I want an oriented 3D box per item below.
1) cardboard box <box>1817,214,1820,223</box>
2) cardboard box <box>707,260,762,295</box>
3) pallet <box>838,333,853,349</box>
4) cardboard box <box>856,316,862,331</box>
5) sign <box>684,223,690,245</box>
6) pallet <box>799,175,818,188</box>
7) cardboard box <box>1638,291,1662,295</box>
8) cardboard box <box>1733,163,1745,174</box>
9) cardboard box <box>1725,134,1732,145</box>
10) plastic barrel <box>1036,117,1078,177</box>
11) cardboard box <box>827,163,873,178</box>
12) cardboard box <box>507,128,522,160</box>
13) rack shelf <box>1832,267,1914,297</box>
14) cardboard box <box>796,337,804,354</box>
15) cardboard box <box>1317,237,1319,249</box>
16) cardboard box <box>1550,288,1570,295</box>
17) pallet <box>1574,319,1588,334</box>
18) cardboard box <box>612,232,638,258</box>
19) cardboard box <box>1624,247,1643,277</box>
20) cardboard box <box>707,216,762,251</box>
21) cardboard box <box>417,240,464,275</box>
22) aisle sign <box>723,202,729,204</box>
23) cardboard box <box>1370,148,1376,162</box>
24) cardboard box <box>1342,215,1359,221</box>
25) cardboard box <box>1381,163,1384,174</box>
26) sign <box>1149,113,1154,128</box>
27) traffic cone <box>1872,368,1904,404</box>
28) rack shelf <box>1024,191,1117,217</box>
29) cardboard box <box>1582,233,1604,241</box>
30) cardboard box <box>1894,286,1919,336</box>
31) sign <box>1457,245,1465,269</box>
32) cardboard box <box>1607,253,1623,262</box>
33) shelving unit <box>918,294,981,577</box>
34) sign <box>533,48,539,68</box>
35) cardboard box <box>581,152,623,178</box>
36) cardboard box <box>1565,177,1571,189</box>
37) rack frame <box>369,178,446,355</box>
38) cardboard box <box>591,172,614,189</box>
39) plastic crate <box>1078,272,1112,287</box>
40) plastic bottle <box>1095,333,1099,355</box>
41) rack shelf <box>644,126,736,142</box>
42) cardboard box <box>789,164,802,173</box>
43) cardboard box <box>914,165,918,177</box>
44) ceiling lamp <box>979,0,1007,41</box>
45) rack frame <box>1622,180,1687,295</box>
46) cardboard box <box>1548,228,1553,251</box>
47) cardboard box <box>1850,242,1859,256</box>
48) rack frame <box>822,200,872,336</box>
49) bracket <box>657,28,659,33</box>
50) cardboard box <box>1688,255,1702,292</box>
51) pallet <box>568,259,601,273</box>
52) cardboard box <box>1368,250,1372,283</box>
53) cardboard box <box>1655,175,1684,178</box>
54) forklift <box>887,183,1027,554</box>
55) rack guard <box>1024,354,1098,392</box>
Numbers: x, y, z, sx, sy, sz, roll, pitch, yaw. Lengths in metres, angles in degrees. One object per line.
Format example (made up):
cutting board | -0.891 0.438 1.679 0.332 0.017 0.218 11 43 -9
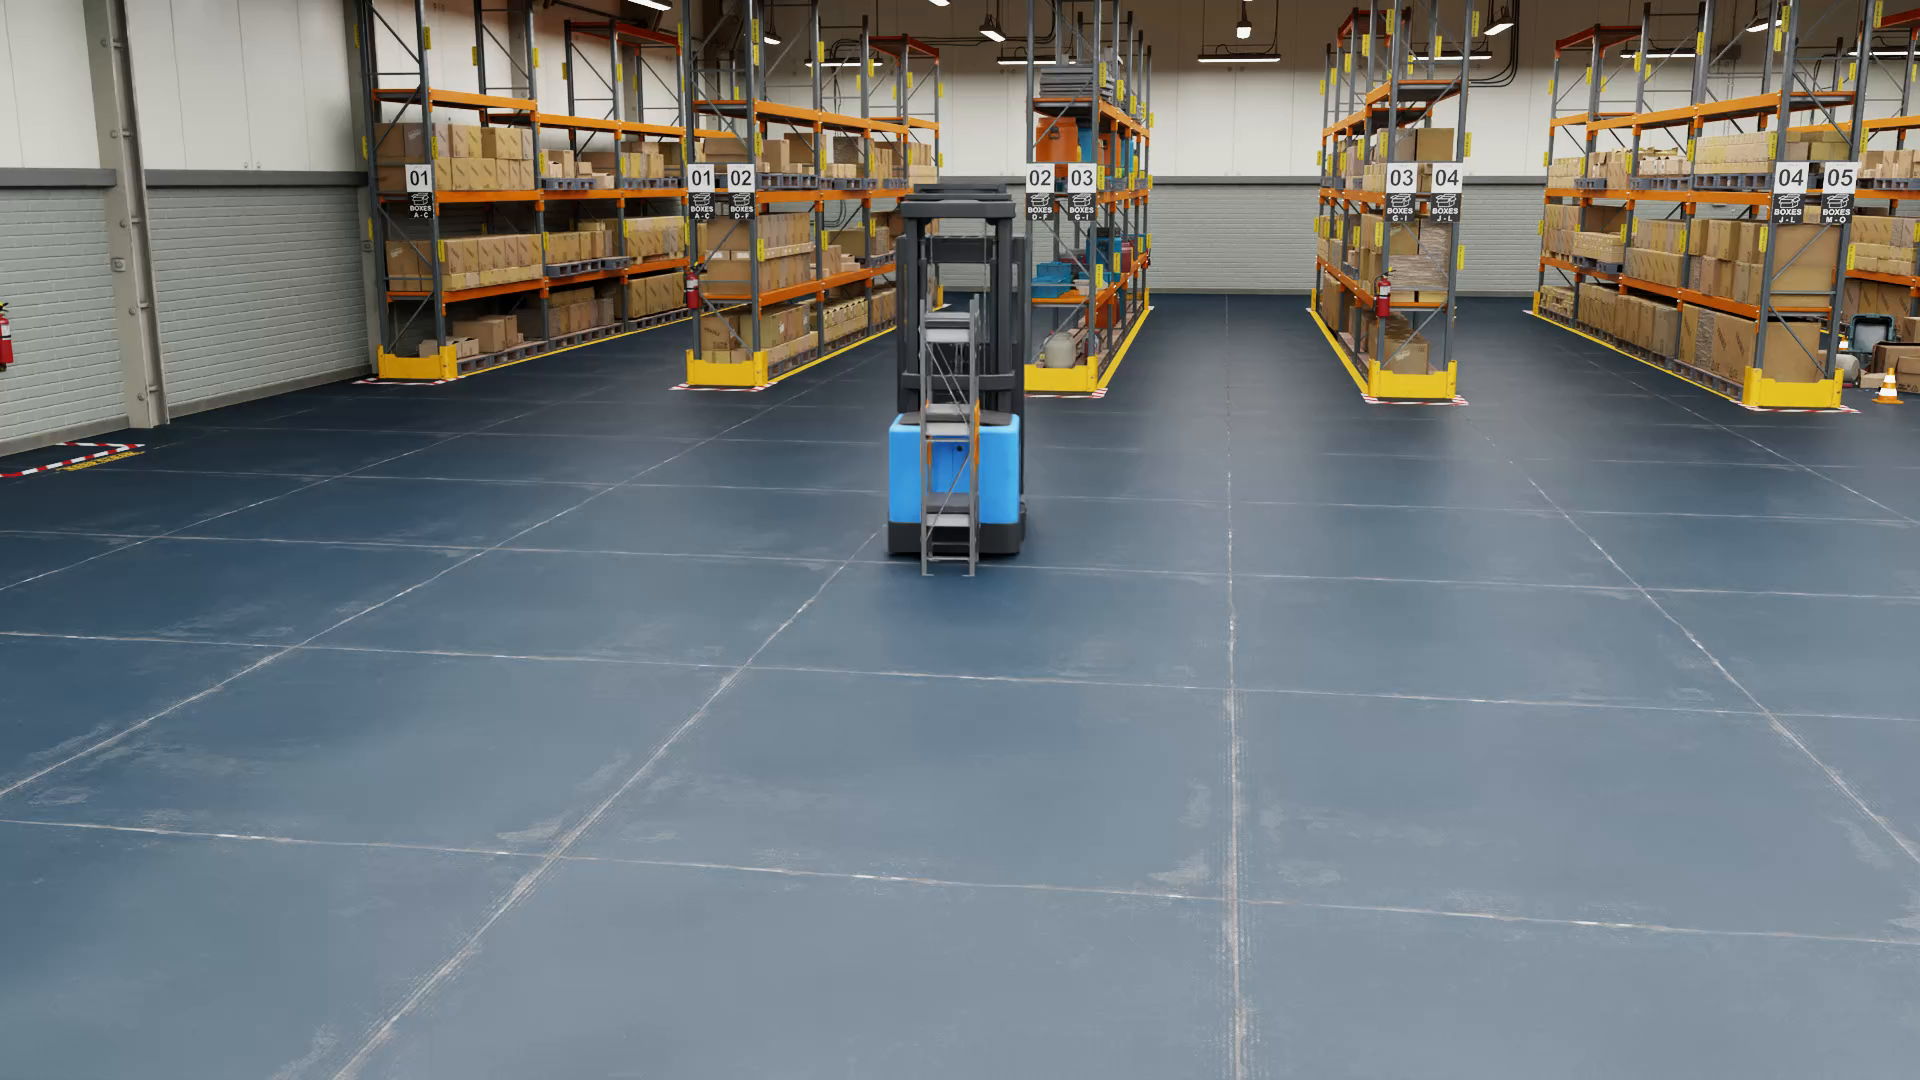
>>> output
cardboard box | 17.851 -6.401 33.964 0.500 0.500 0.500 2 12 8
cardboard box | -3.376 -3.941 24.924 0.700 0.500 0.500 2 12 9
pallet | -2.585 -3.674 30.542 1.003 0.211 1.213 2 12 9
cardboard box | -2.146 -4.097 31.415 0.500 0.250 0.500 2 12 8
sign | -3.995 -4.498 24.433 0.100 0.325 0.005 2 12 9
pallet | -2.951 -5.873 27.215 1.003 0.211 1.213 2 12 9
cardboard box | 12.788 -4.443 30.646 0.500 0.250 0.500 1 12 6
cardboard box | 11.125 -5.234 23.404 0.380 0.149 0.250 2 12 9
cardboard box | 11.202 -5.731 23.814 0.380 0.149 0.250 2 12 8
plastic barrel | 1.383 -5.621 23.820 0.600 0.830 0.708 2 12 9
cardboard box | -2.196 -7.068 32.313 0.910 0.500 0.500 2 12 9
cardboard box | -7.624 -6.574 27.598 0.500 0.500 0.500 3 12 12
rack shelf | 17.657 -4.883 31.237 1.077 0.370 4.000 2 12 9
cardboard box | -2.850 -3.177 27.147 0.500 0.250 0.500 2 12 9
cardboard box | 8.448 -6.785 38.009 0.500 0.250 0.500 2 12 7
cardboard box | 13.212 -5.463 36.582 0.380 0.149 0.250 1 12 6
pallet | 12.940 -4.265 33.282 1.003 0.211 1.213 2 12 9
cardboard box | -6.798 -5.917 33.341 0.500 0.500 0.500 2 12 10
cardboard box | 12.107 -4.922 29.473 0.500 0.500 0.500 2 12 9
cardboard box | -3.368 -4.586 24.838 0.700 0.500 0.500 2 12 9
cardboard box | -7.985 -4.348 25.577 0.500 0.500 0.500 2 12 9
aisle sign | -5.588 -8.562 40.432 0.394 0.787 0.004 2 12 9
cardboard box | 7.257 -6.319 27.834 0.797 0.503 0.637 2 12 11
cardboard box | 7.886 -6.105 32.585 0.797 0.503 0.637 2 12 10
cardboard box | 6.151 -5.241 23.480 0.380 0.149 0.250 1 12 6
sign | 4.440 -9.725 38.527 0.100 0.325 0.005 2 12 9
traffic cone | 12.698 -2.116 22.716 0.336 0.463 0.334 2 12 9
rack shelf | 1.741 -5.165 25.429 1.077 0.370 4.000 2 12 9
cardboard box | 12.424 -5.933 32.590 0.380 0.149 0.250 2 12 8
cardboard box | 17.538 -4.126 30.064 0.875 0.875 0.875 2 12 8
sign | 6.864 -3.879 22.820 0.100 0.325 0.005 2 12 9
cardboard box | 12.065 -5.157 30.404 0.380 0.149 0.250 2 12 10
shelving unit | -0.074 -0.798 12.688 0.431 2.100 0.503 1 13 4
sign | -7.207 -8.195 28.252 0.100 0.325 0.005 2 12 9
cardboard box | -7.109 -7.452 33.049 0.700 0.500 0.500 1 12 4
cardboard box | 13.033 -7.503 34.926 0.500 0.250 0.500 2 12 8
rack frame | -8.356 -3.955 25.226 1.000 3.000 0.127 2 12 9
cardboard box | -6.969 -6.895 31.909 0.500 0.311 0.500 2 12 9
plastic crate | 2.147 -4.155 26.507 0.499 0.251 0.616 2 12 9
plastic bottle | 2.155 -3.136 26.671 0.144 0.351 0.185 2 12 8
rack shelf | -6.203 -9.255 38.235 1.077 0.370 4.000 2 12 9
cardboard box | -2.761 -5.986 26.794 0.380 0.149 0.250 2 12 9
cardboard box | -1.220 -8.128 36.639 0.500 0.250 0.500 2 12 9
ceiling lamp | 0.926 -11.818 33.613 0.800 3.185 2.000 2 12 9
rack frame | 12.443 -4.957 29.876 1.000 3.000 0.127 2 12 9
cardboard box | 13.274 -6.620 36.649 0.500 0.500 0.500 2 12 9
cardboard box | 17.566 -5.630 32.166 0.500 0.250 0.500 2 12 10
rack frame | -2.230 -5.461 32.213 1.000 3.000 0.127 2 12 9
bracket | -6.843 -11.394 36.960 0.235 0.232 0.430 2 12 9
cardboard box | 11.783 -4.121 25.639 0.875 0.550 0.550 2 12 9
pallet | -7.389 -5.113 31.056 1.003 0.211 1.213 2 12 9
cardboard box | 6.605 -4.096 24.936 0.875 0.500 0.500 2 12 9
cardboard box | 12.794 -6.583 30.061 0.500 0.500 0.500 2 12 9
forklift | 0.018 -1.580 14.365 1.130 2.935 3.031 1 12 3
rack guard | 1.399 -2.430 24.081 1.175 0.500 0.348 2 12 9
